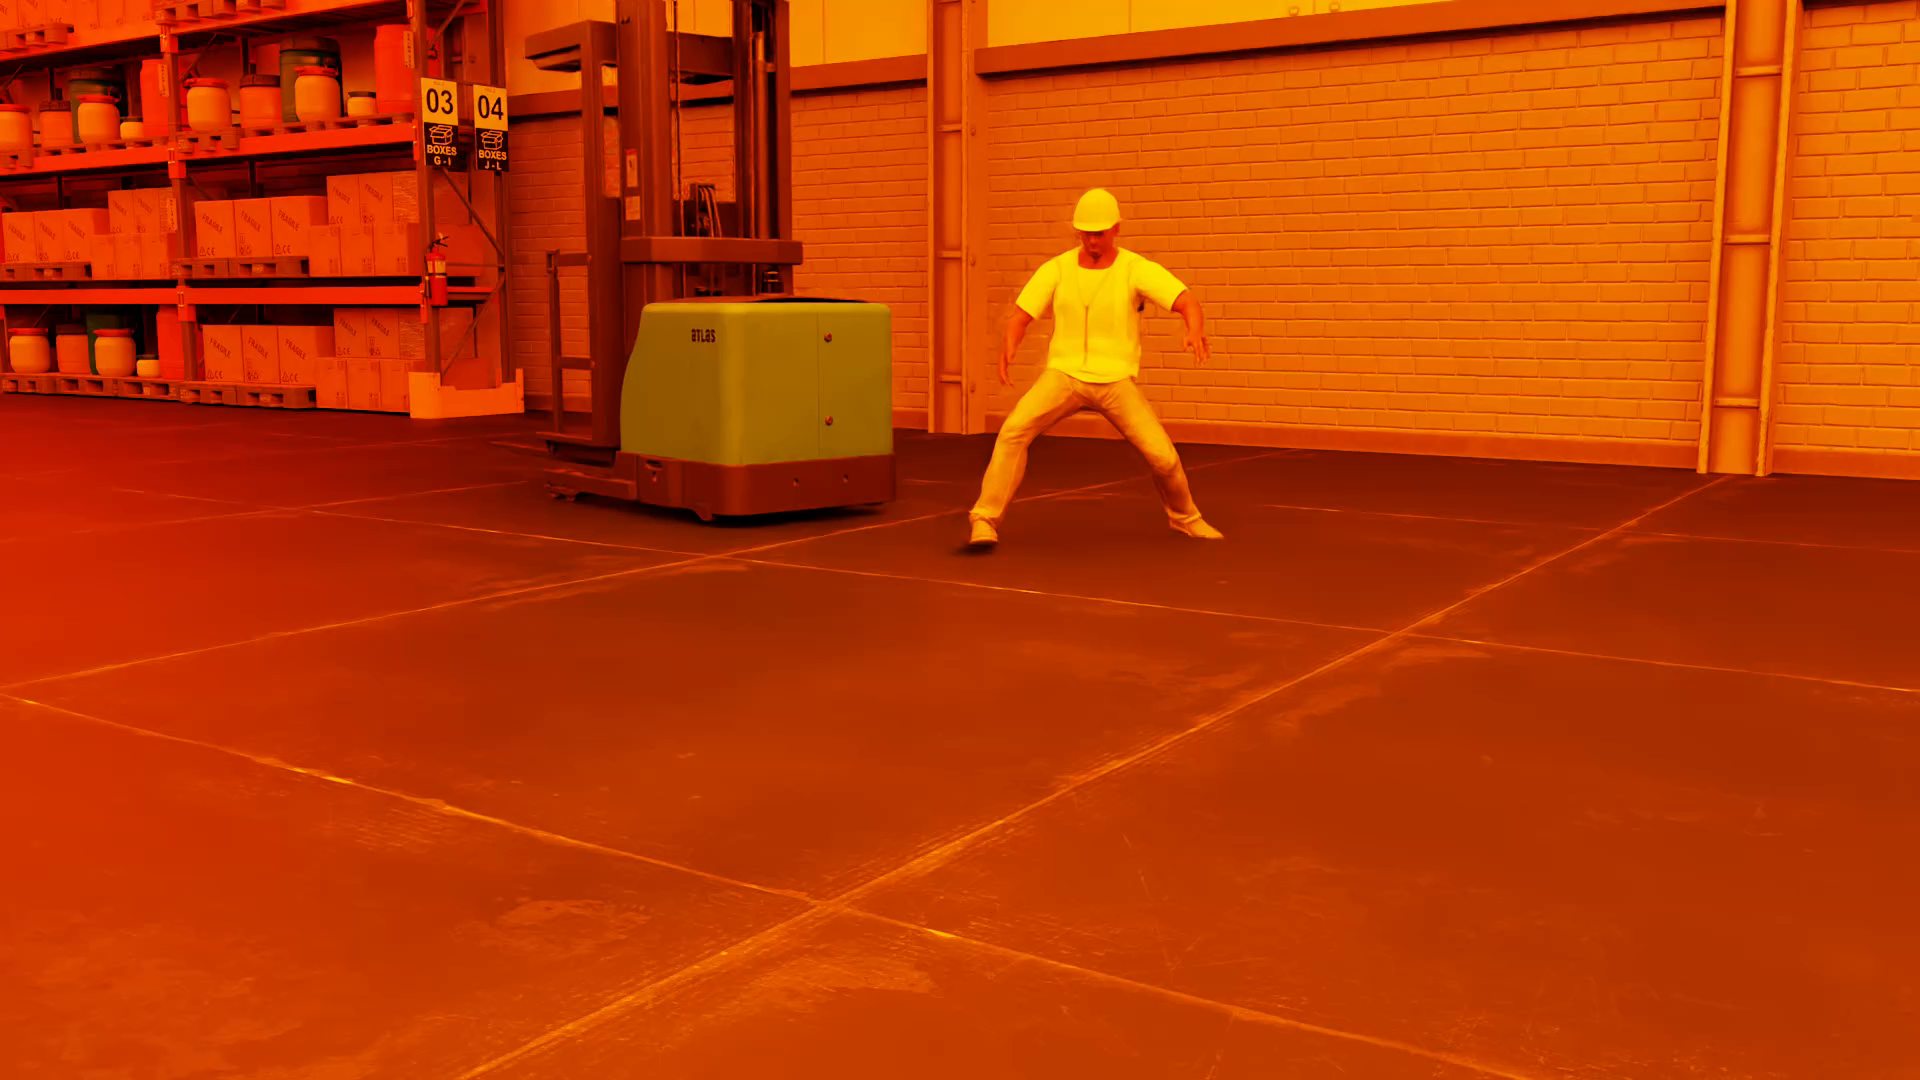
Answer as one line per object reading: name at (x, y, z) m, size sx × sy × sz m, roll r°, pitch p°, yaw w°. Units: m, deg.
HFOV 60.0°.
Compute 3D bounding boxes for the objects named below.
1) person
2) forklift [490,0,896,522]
person at (0.625, -0.752, 7.405) m, size 1.055 × 1.604 × 0.969 m, roll 2°, pitch 8°, yaw 16°
forklift at (-1.664, -1.699, 9.139) m, size 1.130 × 2.935 × 3.031 m, roll -7°, pitch 11°, yaw -40°
